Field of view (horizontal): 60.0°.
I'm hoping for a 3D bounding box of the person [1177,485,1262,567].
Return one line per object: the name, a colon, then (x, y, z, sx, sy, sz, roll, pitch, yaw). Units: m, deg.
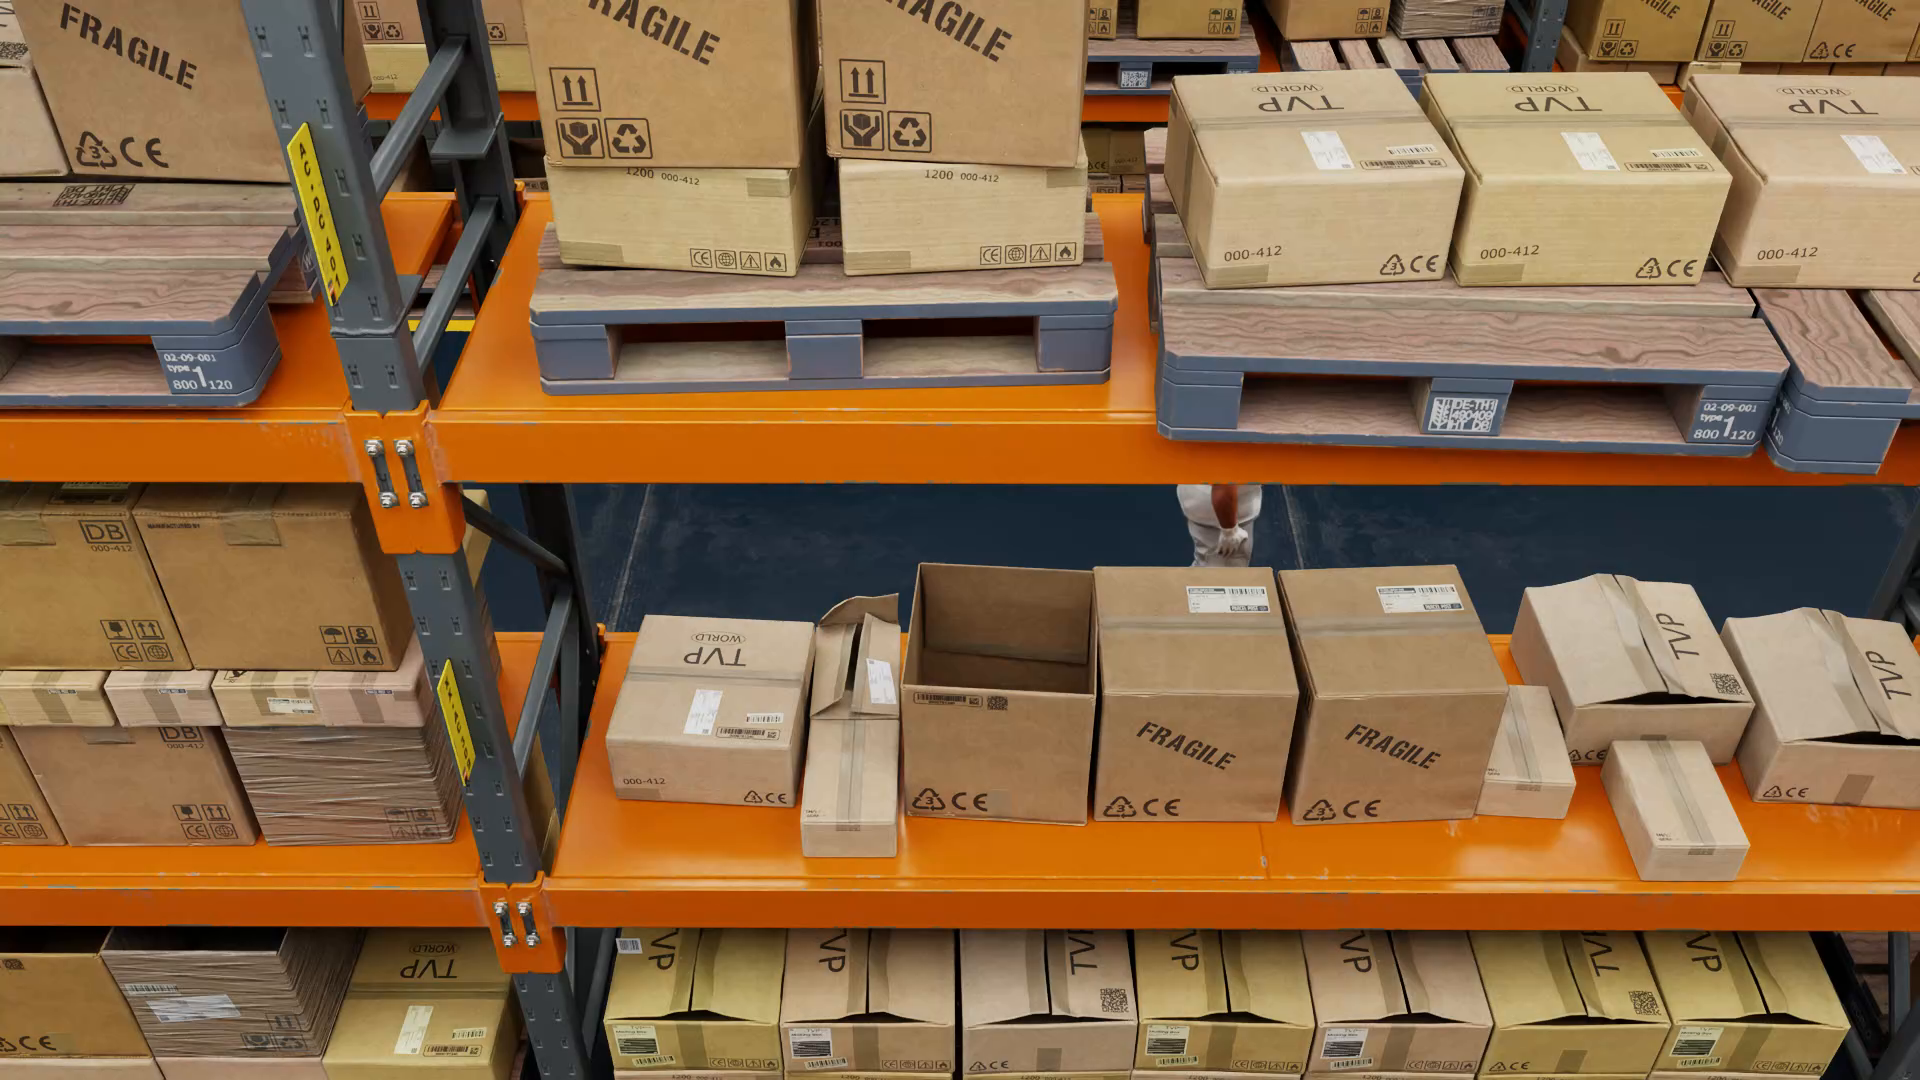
person: (0.992, -0.152, 6.331, 0.358, 1.777, 0.528, 1, 39, 1)
